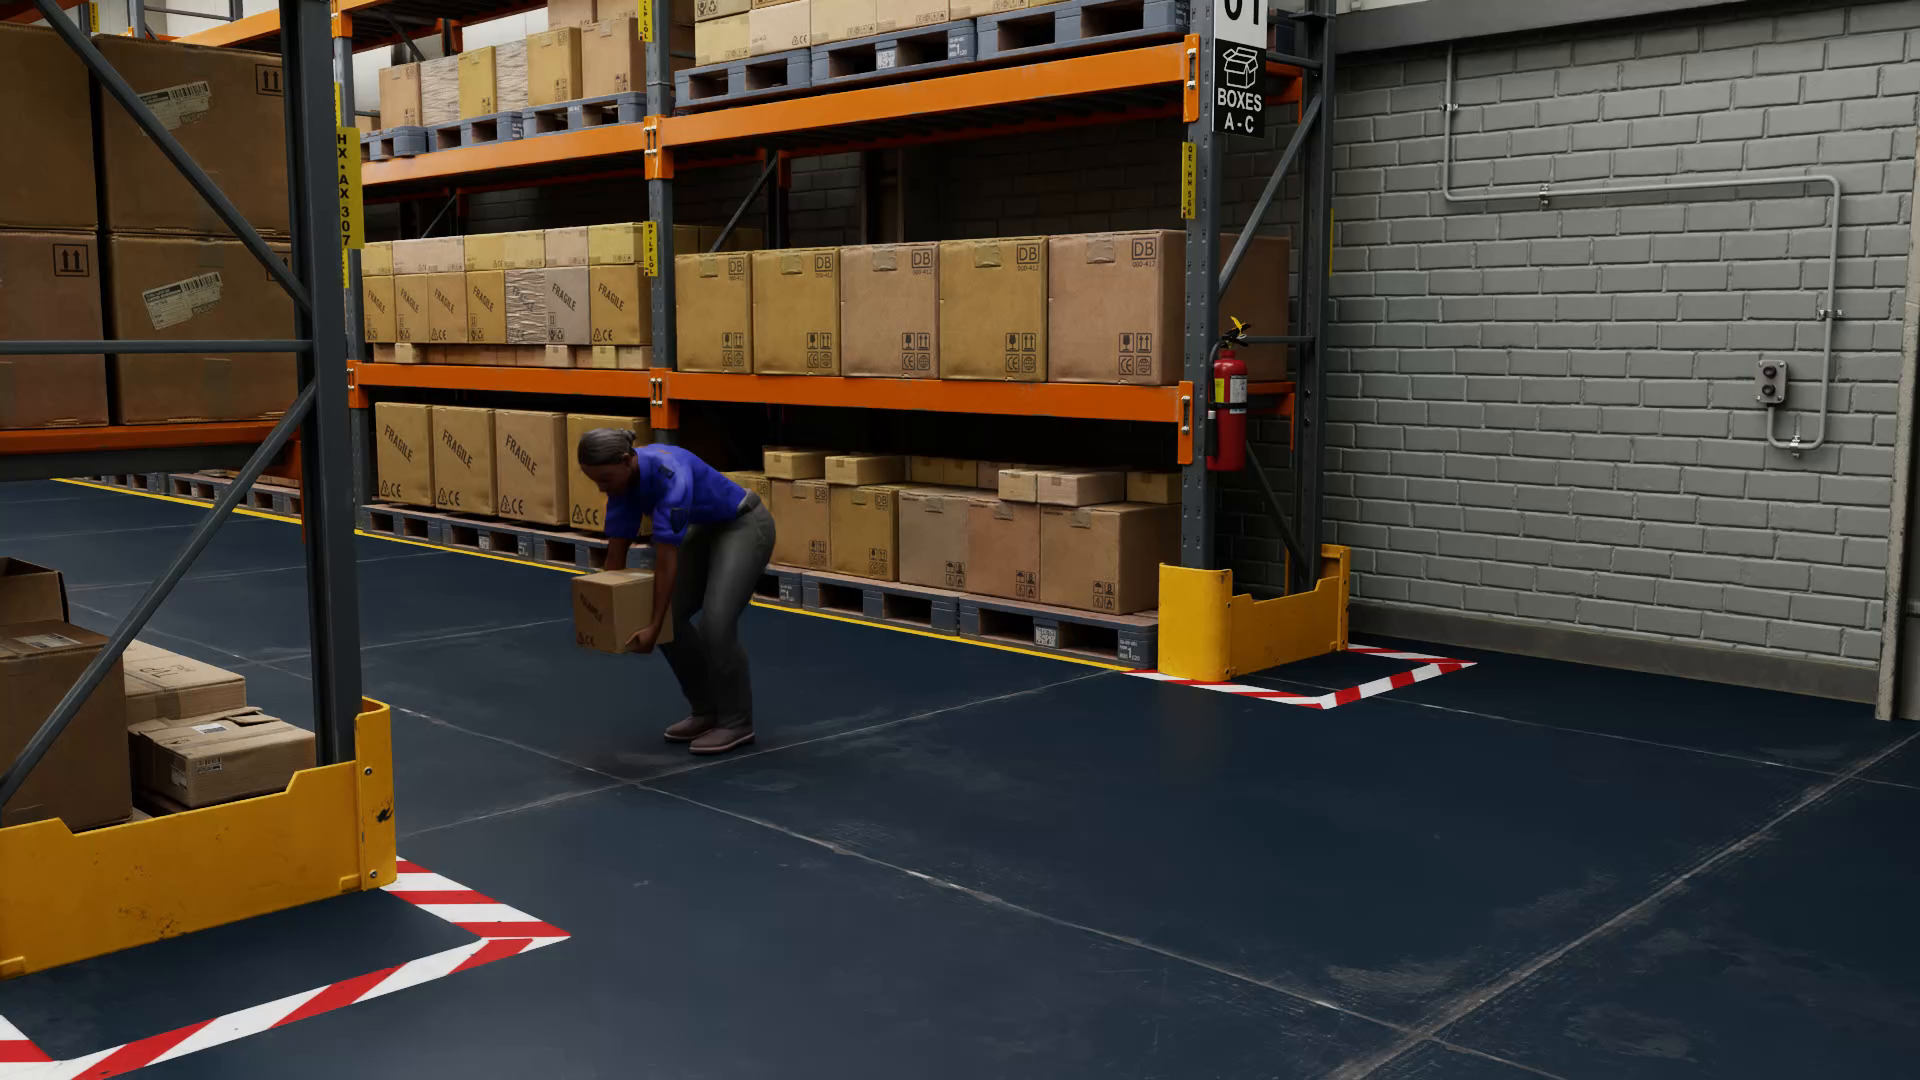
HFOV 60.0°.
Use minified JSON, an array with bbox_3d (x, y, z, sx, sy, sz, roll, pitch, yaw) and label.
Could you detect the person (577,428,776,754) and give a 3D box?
[{"bbox_3d":[-1.048,0.180,6.130,0.424,1.220,0.825,6,10,41],"label":"person"}]
